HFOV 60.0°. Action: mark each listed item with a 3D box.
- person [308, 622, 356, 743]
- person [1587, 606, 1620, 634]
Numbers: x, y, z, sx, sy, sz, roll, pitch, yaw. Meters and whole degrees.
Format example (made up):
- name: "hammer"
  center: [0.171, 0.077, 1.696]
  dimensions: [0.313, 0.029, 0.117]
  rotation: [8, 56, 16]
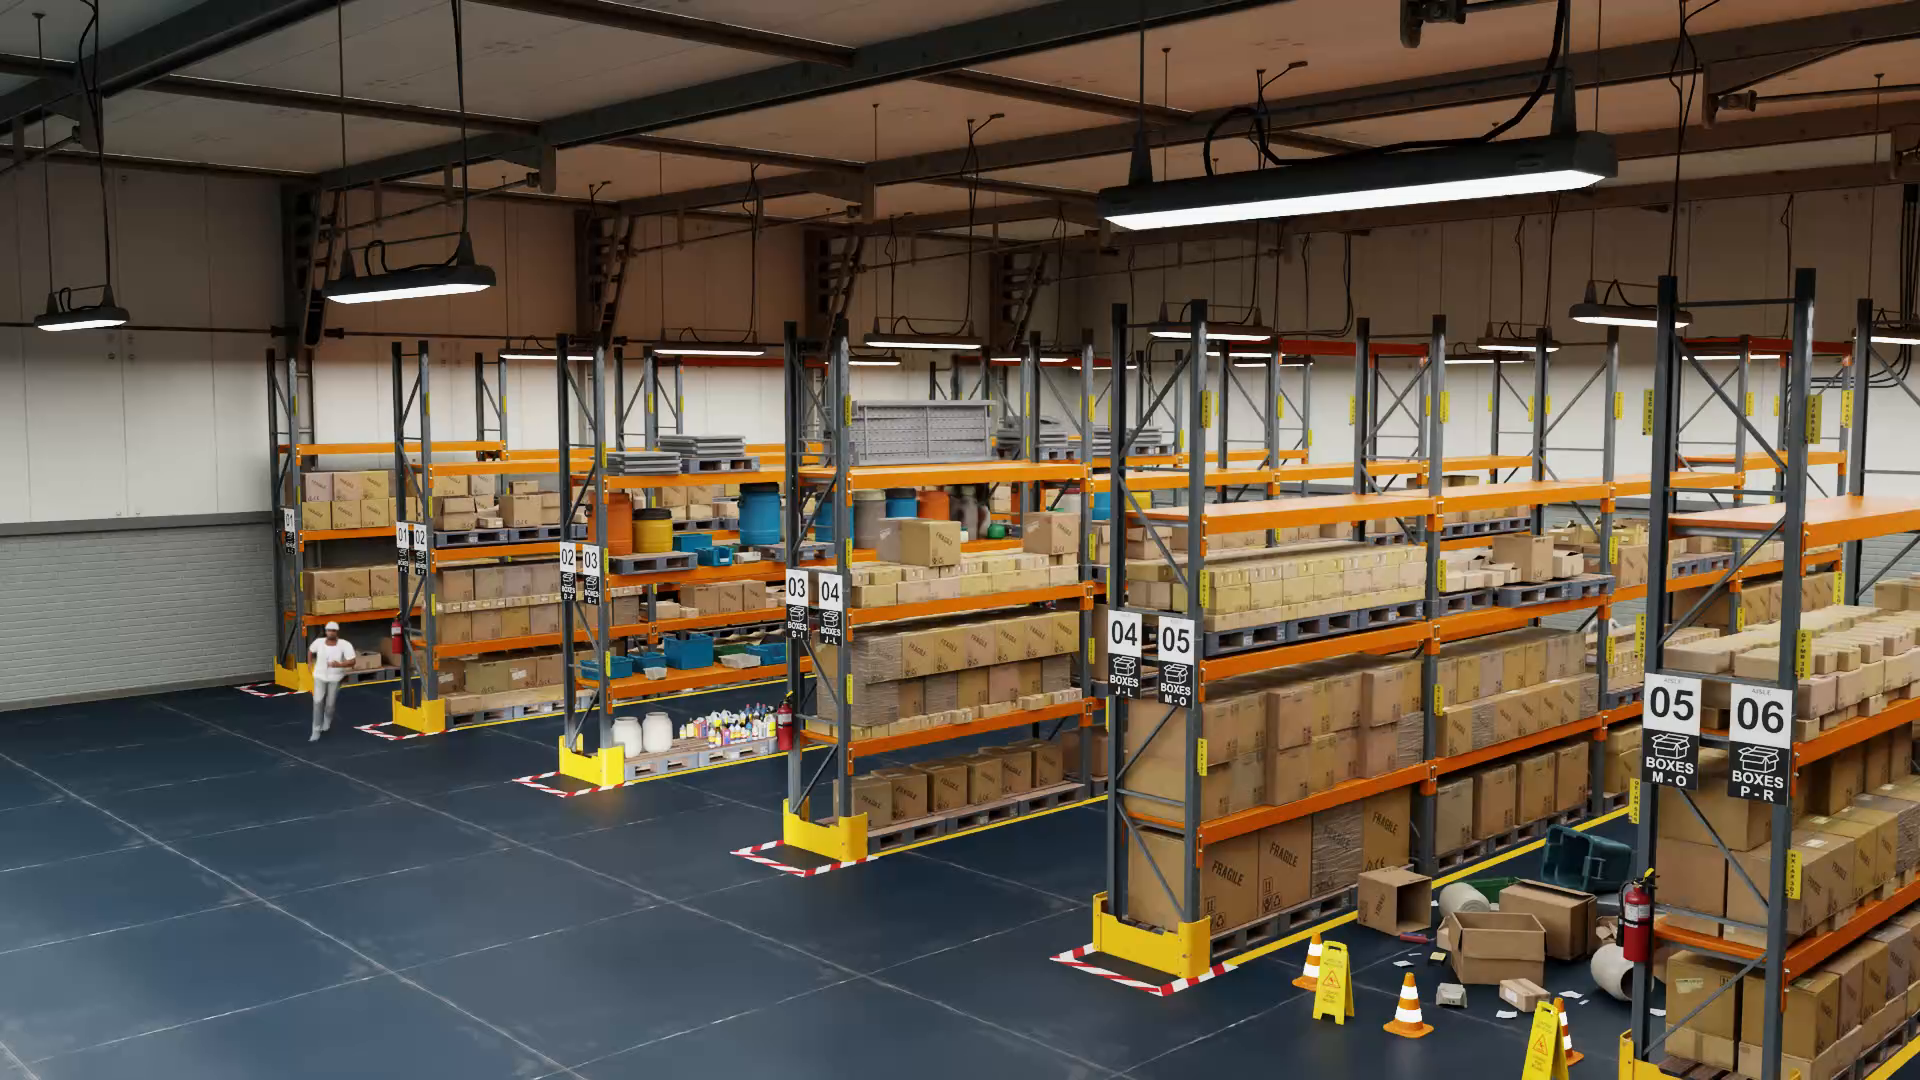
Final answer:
- name: "person"
  center: [-9.541, 2.112, 25.257]
  dimensions: [0.712, 1.776, 0.921]
  rotation: [-1, 5, -13]
- name: "person"
  center: [11.114, 1.898, 28.589]
  dimensions: [0.647, 1.592, 0.526]
  rotation: [1, 5, 13]
